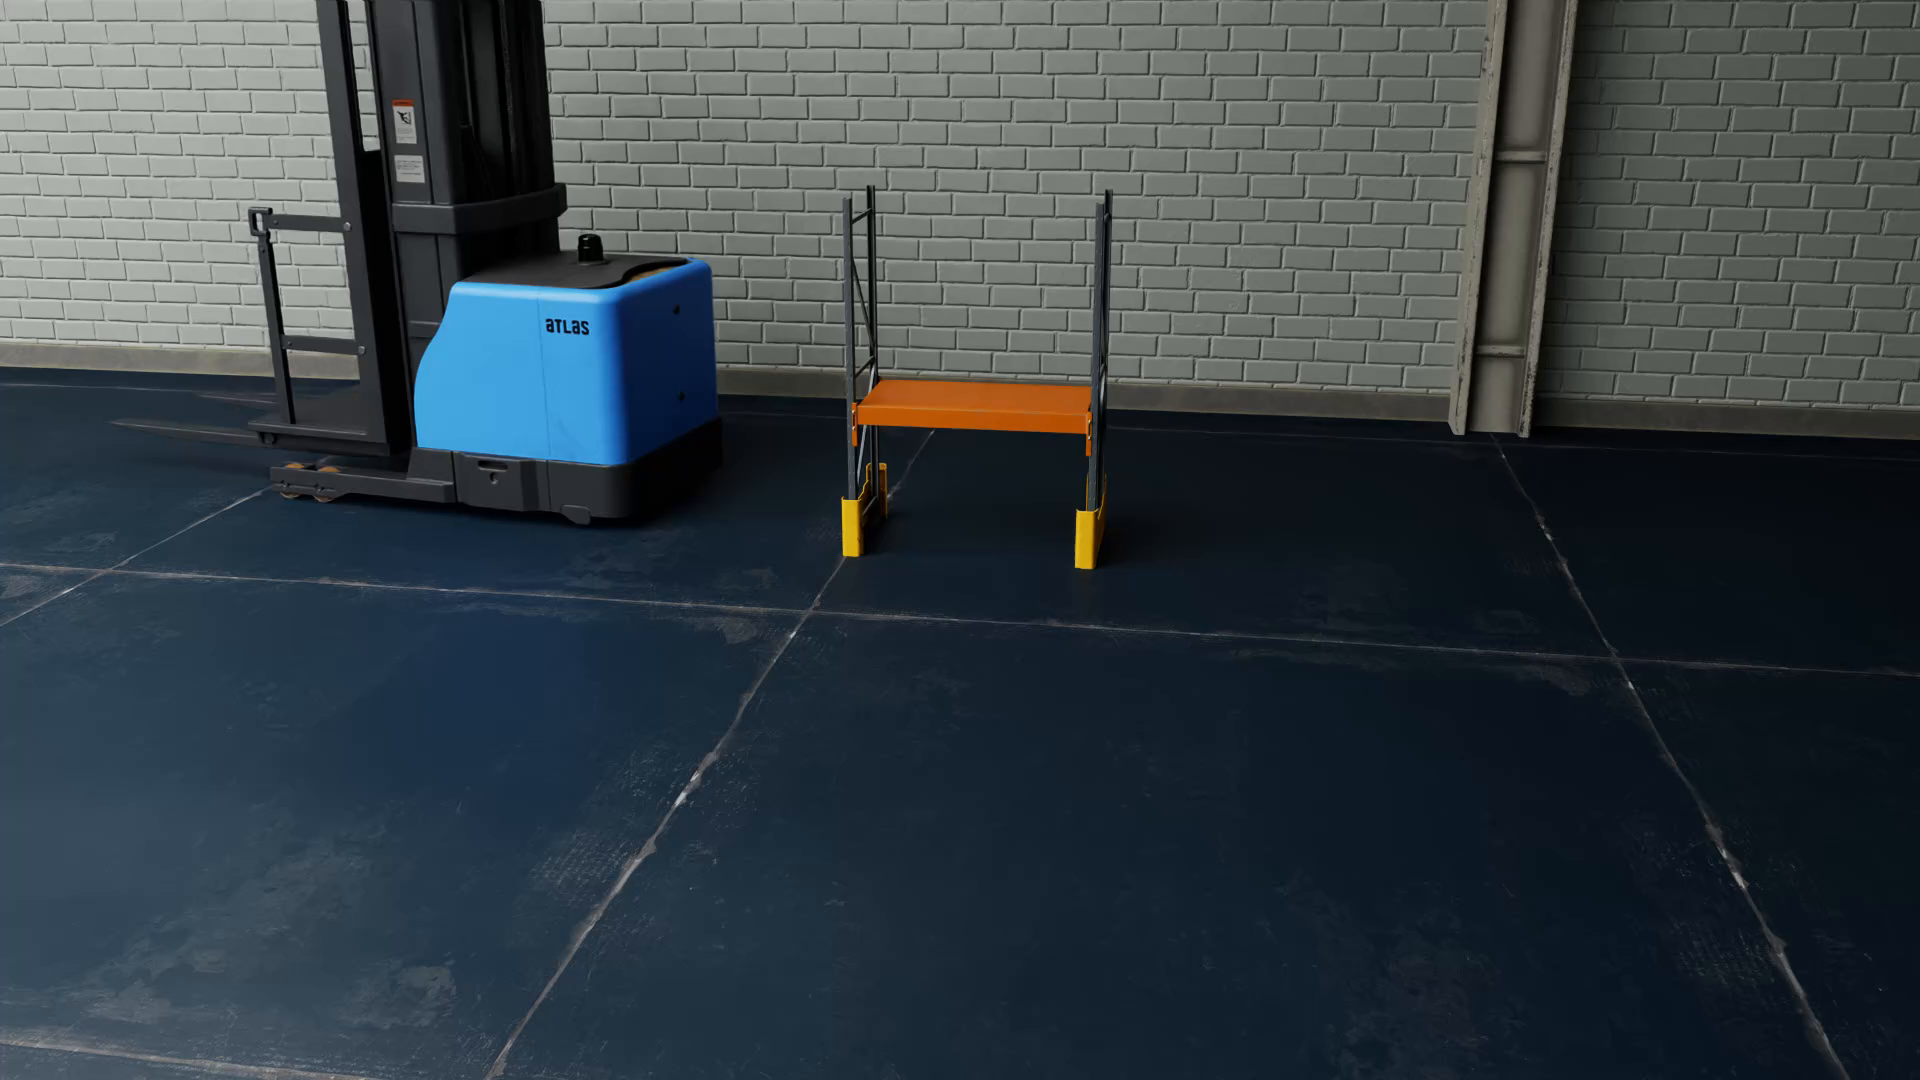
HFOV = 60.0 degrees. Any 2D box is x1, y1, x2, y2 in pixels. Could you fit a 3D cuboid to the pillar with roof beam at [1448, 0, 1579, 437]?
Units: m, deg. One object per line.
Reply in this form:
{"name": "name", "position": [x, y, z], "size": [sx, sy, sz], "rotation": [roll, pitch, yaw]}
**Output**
{"name": "pillar with roof beam", "position": [2.216, -3.529, 3.668], "size": [0.400, 9.000, 9.100], "rotation": [3, 19, 9]}

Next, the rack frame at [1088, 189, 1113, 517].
{"name": "rack frame", "position": [0.586, -0.681, 6.976], "size": [0.032, 1.500, 0.500], "rotation": [3, 19, 9]}

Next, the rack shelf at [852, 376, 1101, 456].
{"name": "rack shelf", "position": [0.084, -0.536, 7.109], "size": [1.000, 0.185, 0.538], "rotation": [3, 19, 9]}

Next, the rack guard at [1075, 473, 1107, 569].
{"name": "rack guard", "position": [0.567, -0.090, 7.177], "size": [0.087, 0.250, 0.587], "rotation": [3, 19, 9]}

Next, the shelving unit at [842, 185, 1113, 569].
{"name": "shelving unit", "position": [0.075, -0.707, 7.054], "size": [1.083, 1.500, 0.587], "rotation": [3, 19, 9]}

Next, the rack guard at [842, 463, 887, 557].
{"name": "rack guard", "position": [-0.416, -0.140, 7.327], "size": [0.087, 0.250, 0.587], "rotation": [3, 19, 9]}

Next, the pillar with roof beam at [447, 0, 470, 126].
{"name": "pillar with roof beam", "position": [-3.708, -3.831, 4.570], "size": [0.400, 9.000, 9.100], "rotation": [3, 19, 9]}

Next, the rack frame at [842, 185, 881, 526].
{"name": "rack frame", "position": [-0.418, -0.733, 7.129], "size": [0.032, 1.500, 0.500], "rotation": [3, 19, 9]}

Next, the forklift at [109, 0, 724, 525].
{"name": "forklift", "position": [-2.743, -1.717, 7.816], "size": [3.031, 2.935, 1.130], "rotation": [6, 19, 17]}
